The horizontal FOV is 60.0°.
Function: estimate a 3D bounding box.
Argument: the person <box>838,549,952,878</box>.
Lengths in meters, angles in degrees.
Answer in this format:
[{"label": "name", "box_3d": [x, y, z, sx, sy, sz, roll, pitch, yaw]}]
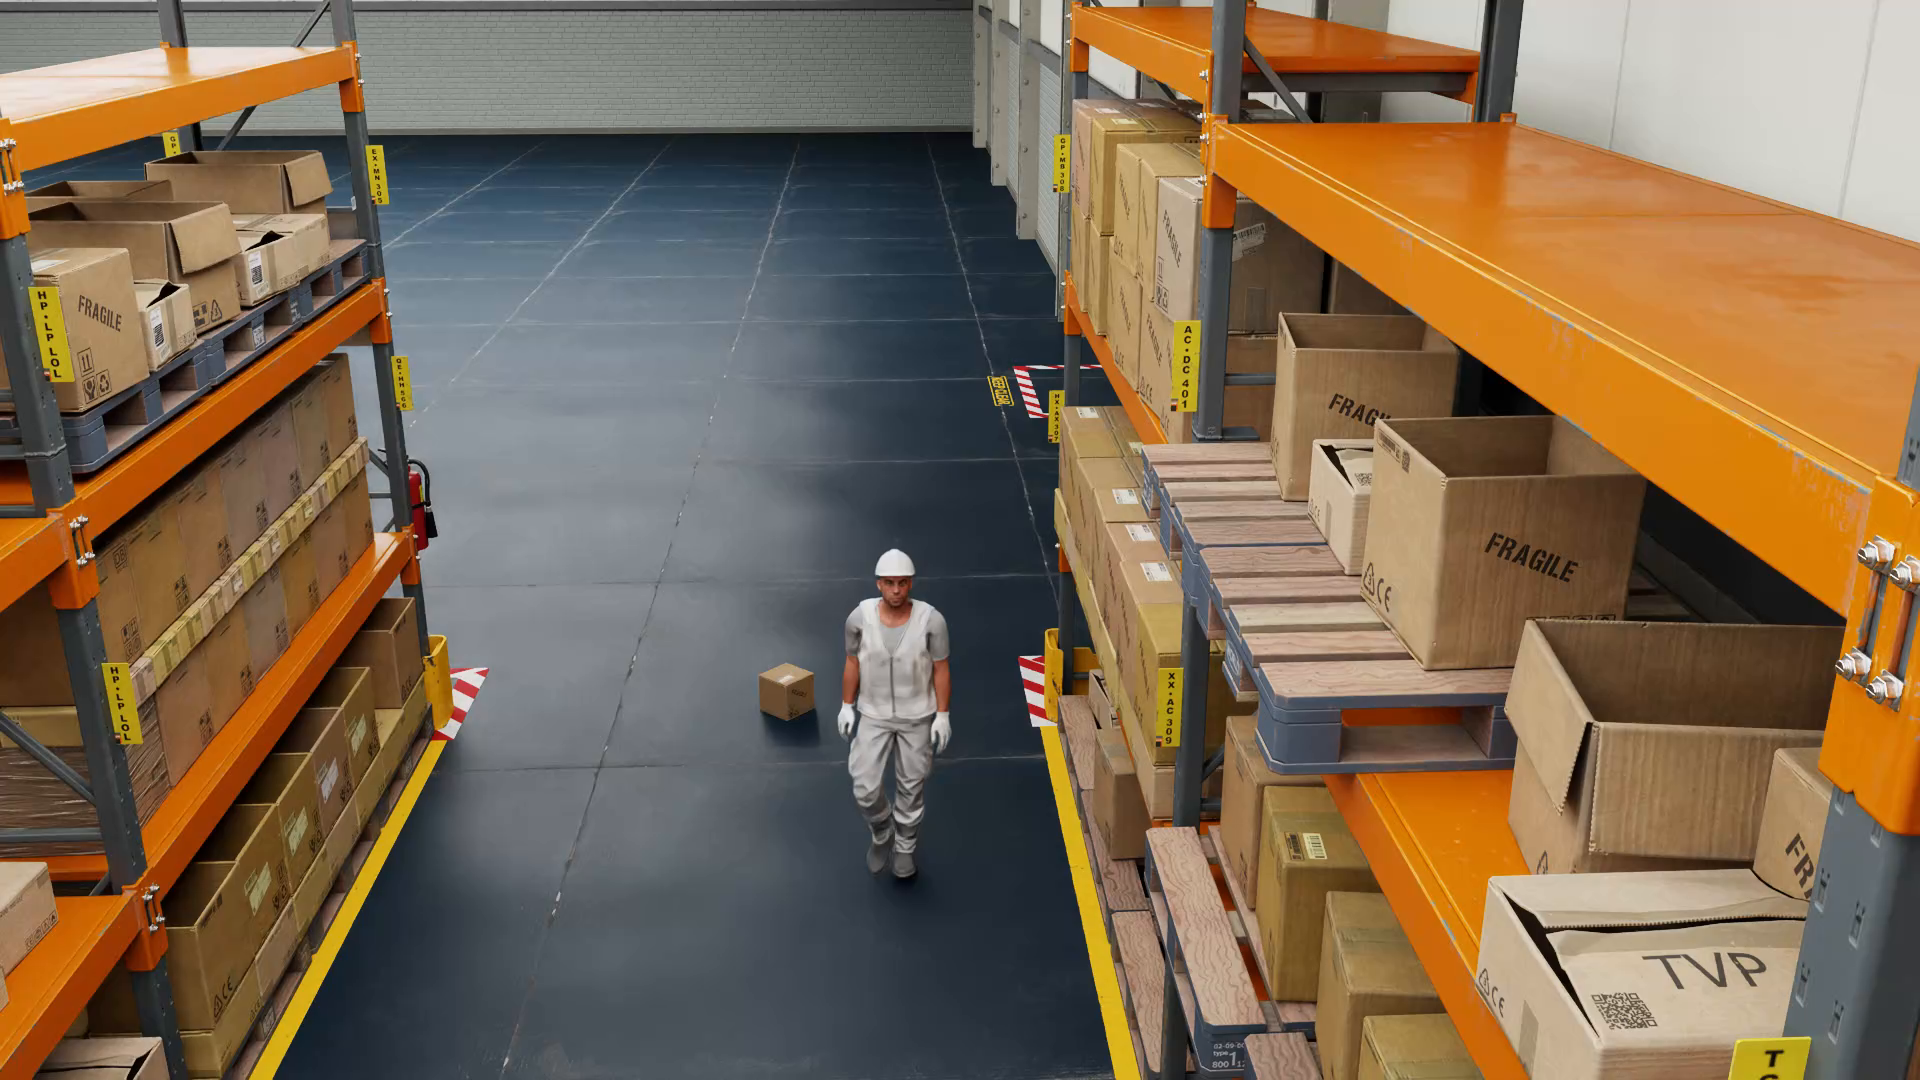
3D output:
[{"label": "person", "box_3d": [-0.339, 0.925, 8.456, 0.595, 1.801, 0.458, 1, 20, 1]}]
